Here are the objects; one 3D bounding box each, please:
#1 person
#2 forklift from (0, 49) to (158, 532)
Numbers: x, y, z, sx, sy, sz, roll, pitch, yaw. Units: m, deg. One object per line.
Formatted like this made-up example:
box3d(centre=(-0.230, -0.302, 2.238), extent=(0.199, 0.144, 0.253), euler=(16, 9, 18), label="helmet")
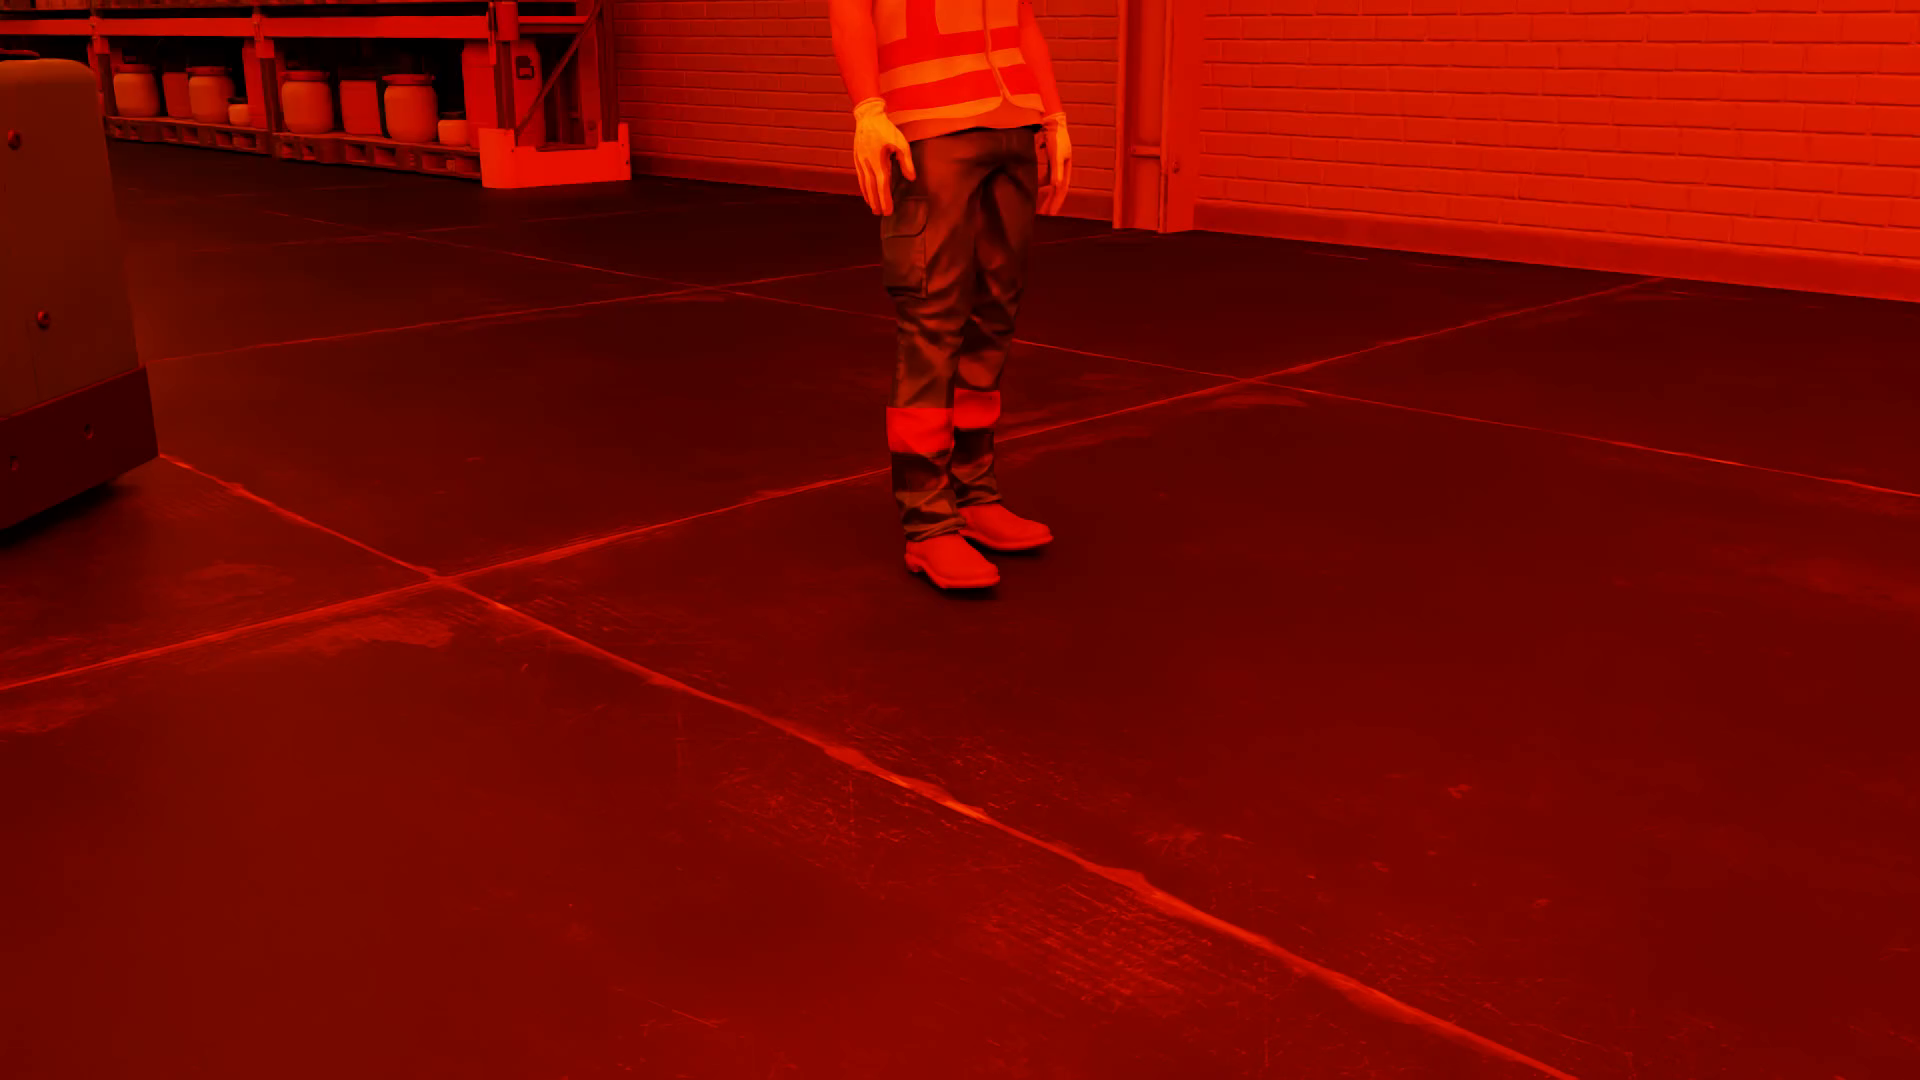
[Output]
box3d(centre=(0.050, -0.843, 3.568), extent=(0.562, 1.789, 0.638), euler=(16, 23, 42), label="person")
box3d(centre=(-3.638, -1.445, 3.608), extent=(3.031, 2.935, 1.130), euler=(1, 17, 3), label="forklift")
